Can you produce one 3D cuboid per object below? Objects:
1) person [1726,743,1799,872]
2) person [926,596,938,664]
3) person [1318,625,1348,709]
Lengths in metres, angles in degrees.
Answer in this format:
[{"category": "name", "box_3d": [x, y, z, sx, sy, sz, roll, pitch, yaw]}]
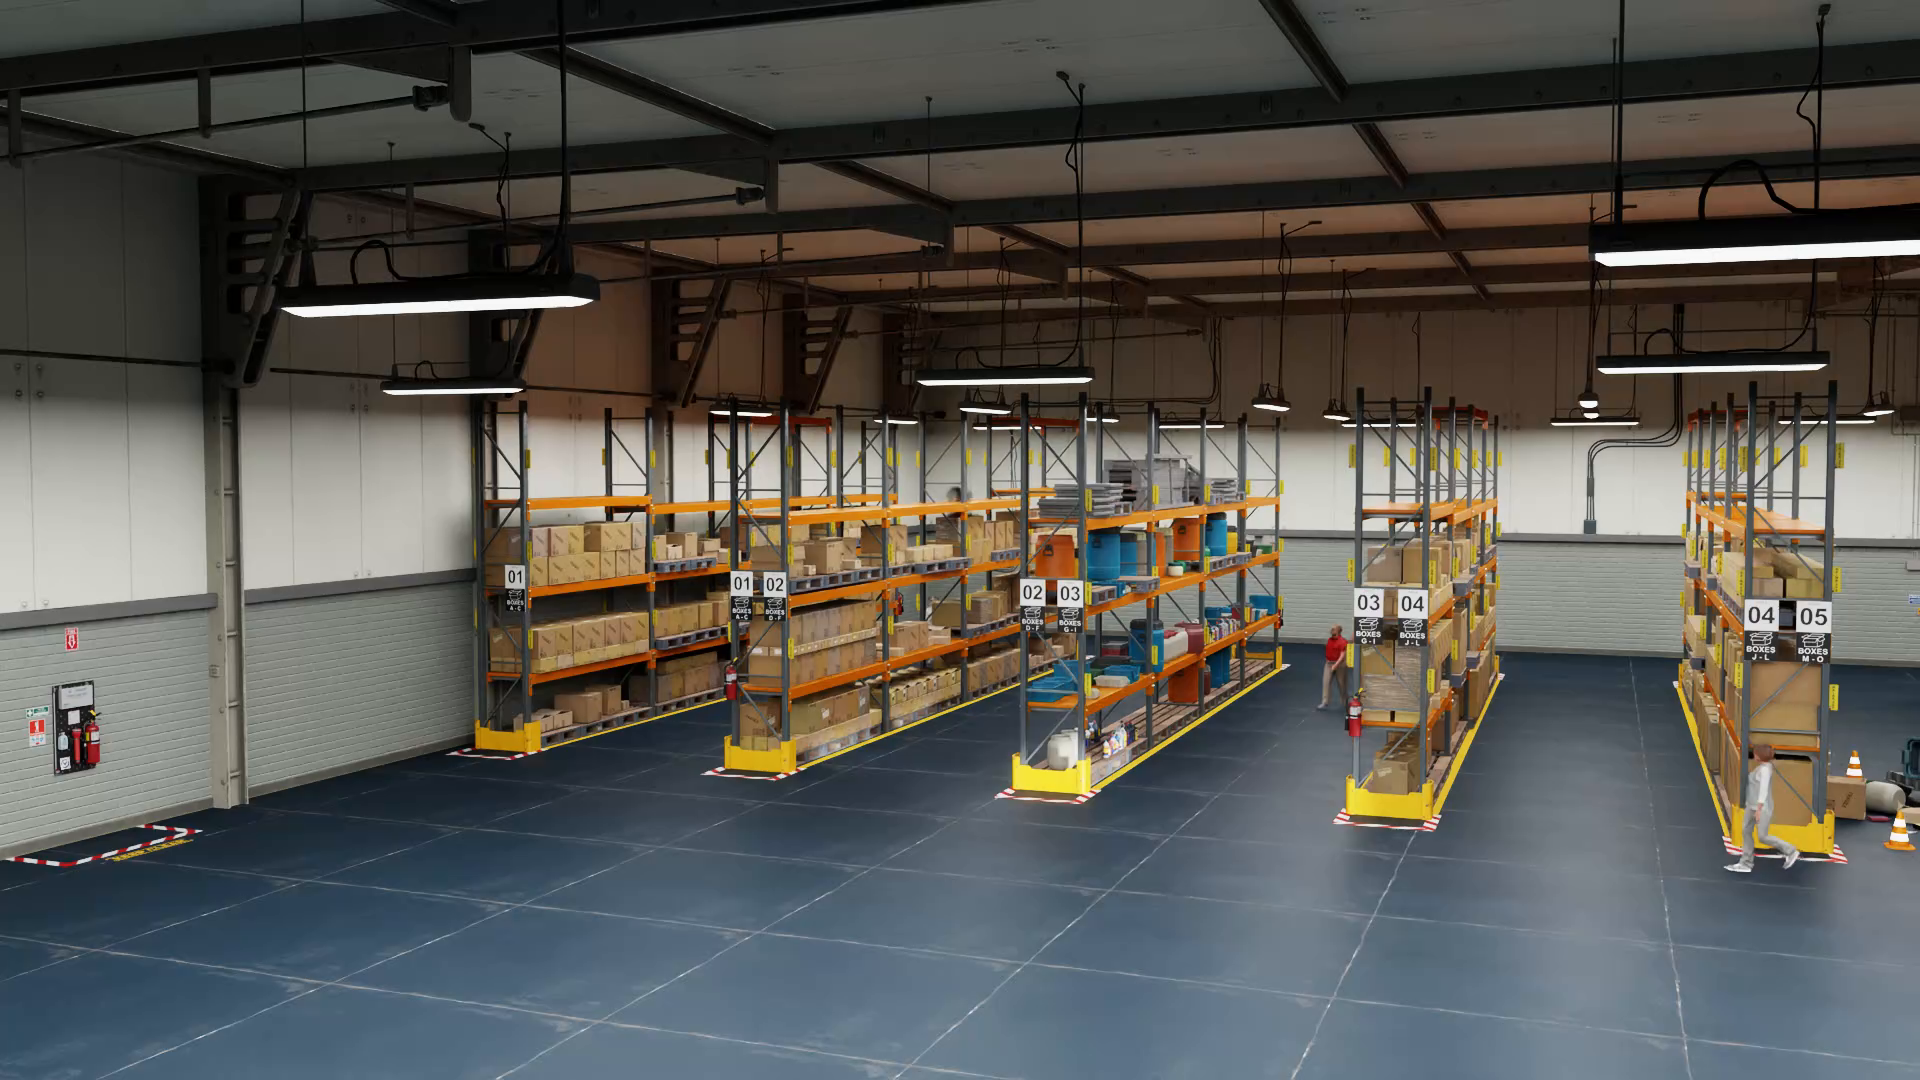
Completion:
[{"category": "person", "box_3d": [9.687, 3.233, 20.020, 0.760, 1.576, 0.407, 0, 3, -2]}, {"category": "person", "box_3d": [-0.702, 2.195, 40.766, 0.492, 1.639, 0.979, 1, 3, 24]}, {"category": "person", "box_3d": [7.515, 2.531, 33.258, 0.472, 1.666, 1.056, 2, 3, 30]}]
